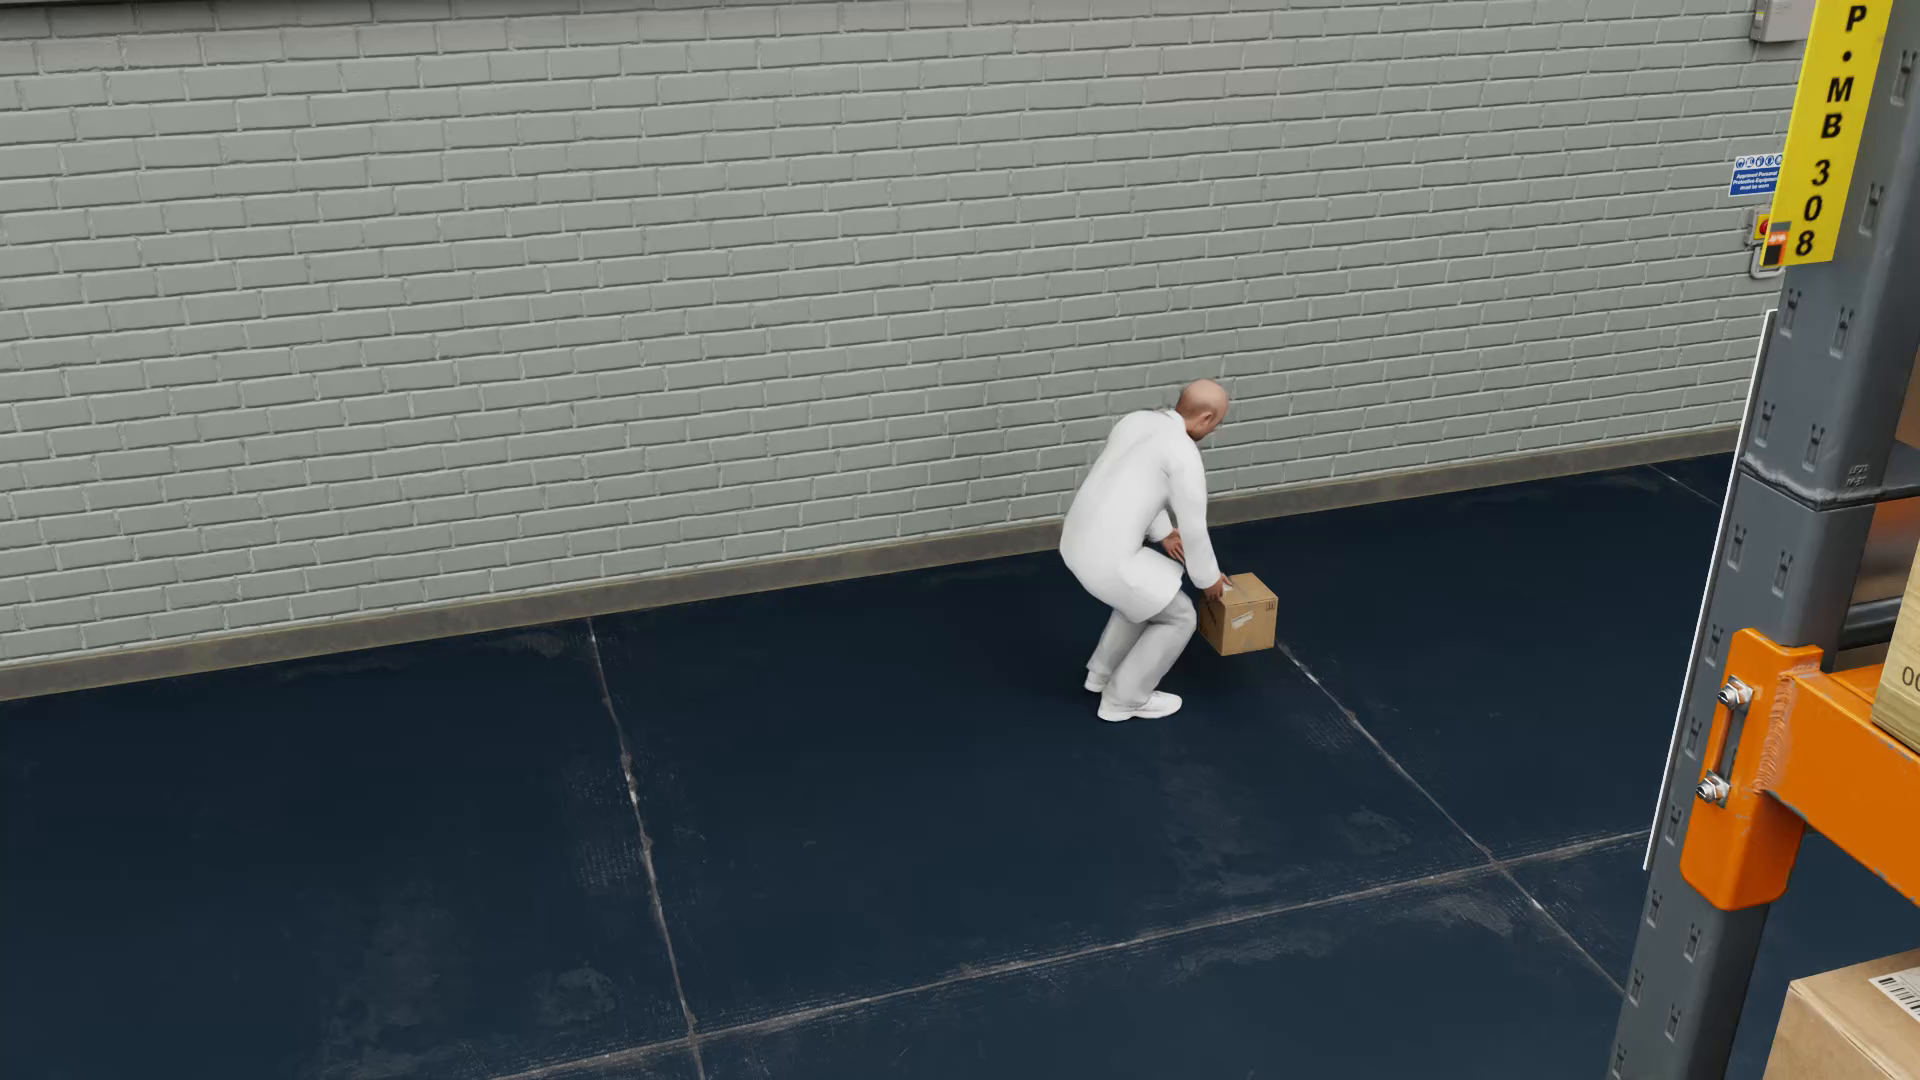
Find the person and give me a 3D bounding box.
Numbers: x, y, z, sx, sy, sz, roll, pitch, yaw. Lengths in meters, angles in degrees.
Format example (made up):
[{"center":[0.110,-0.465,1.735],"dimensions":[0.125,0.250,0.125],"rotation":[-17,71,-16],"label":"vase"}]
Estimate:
[{"center":[0.757,0.030,6.977],"dimensions":[0.717,1.425,0.632],"rotation":[-8,27,-16],"label":"person"}]
